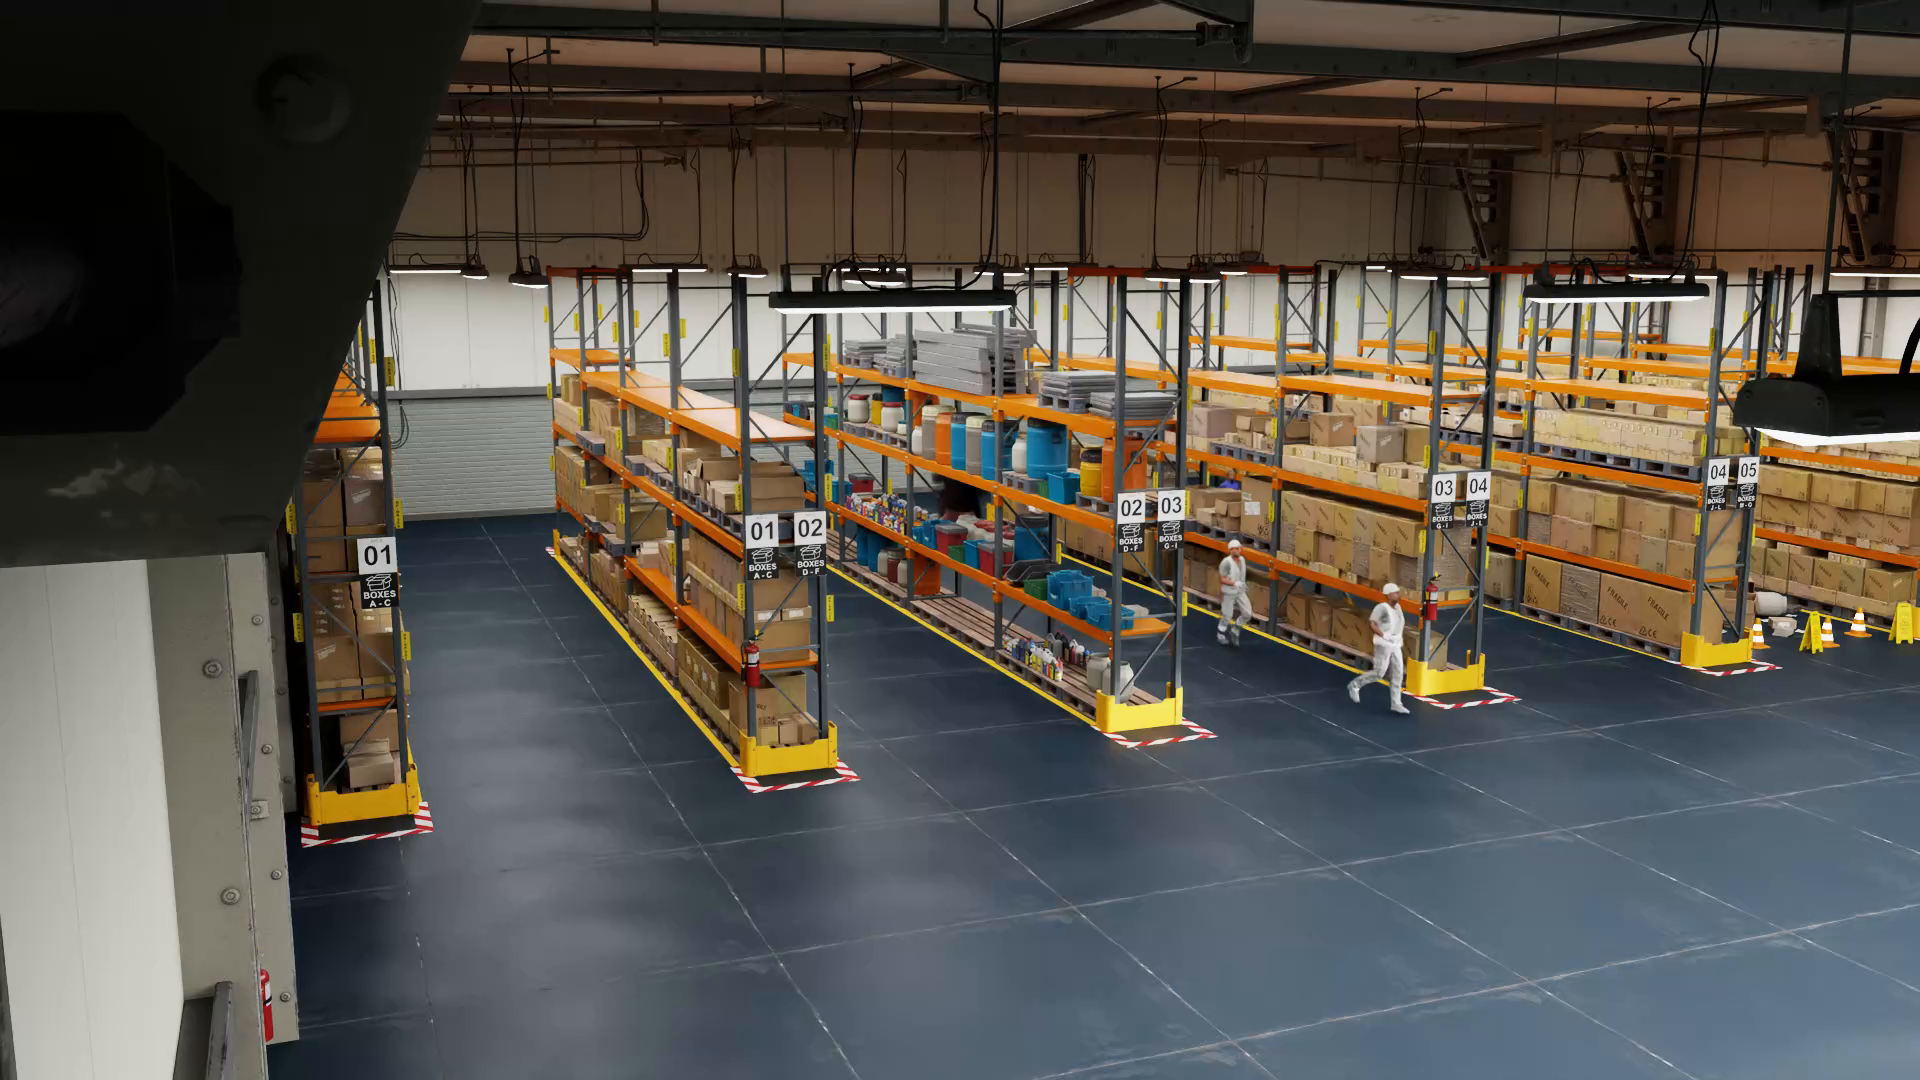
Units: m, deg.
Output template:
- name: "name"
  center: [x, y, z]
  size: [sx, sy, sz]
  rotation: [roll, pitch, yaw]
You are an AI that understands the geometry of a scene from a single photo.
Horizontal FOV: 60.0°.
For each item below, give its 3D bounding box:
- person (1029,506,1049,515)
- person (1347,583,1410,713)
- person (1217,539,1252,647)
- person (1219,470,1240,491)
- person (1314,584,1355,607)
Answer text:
- name: "person"
  center: [1.659, -0.274, 33.186]
  size: [0.727, 1.797, 0.843]
  rotation: [-5, 11, -26]
- name: "person"
  center: [5.962, 1.470, 23.130]
  size: [0.744, 1.741, 0.955]
  rotation: [-9, 14, -43]
- name: "person"
  center: [4.409, 0.856, 26.584]
  size: [0.648, 1.757, 0.764]
  rotation: [-5, 11, -28]
- name: "person"
  center: [5.870, -0.717, 36.112]
  size: [0.573, 1.600, 0.584]
  rotation: [-4, 11, -24]
- name: "person"
  center: [6.826, 0.274, 29.997]
  size: [0.713, 1.813, 0.910]
  rotation: [-4, 11, -24]
